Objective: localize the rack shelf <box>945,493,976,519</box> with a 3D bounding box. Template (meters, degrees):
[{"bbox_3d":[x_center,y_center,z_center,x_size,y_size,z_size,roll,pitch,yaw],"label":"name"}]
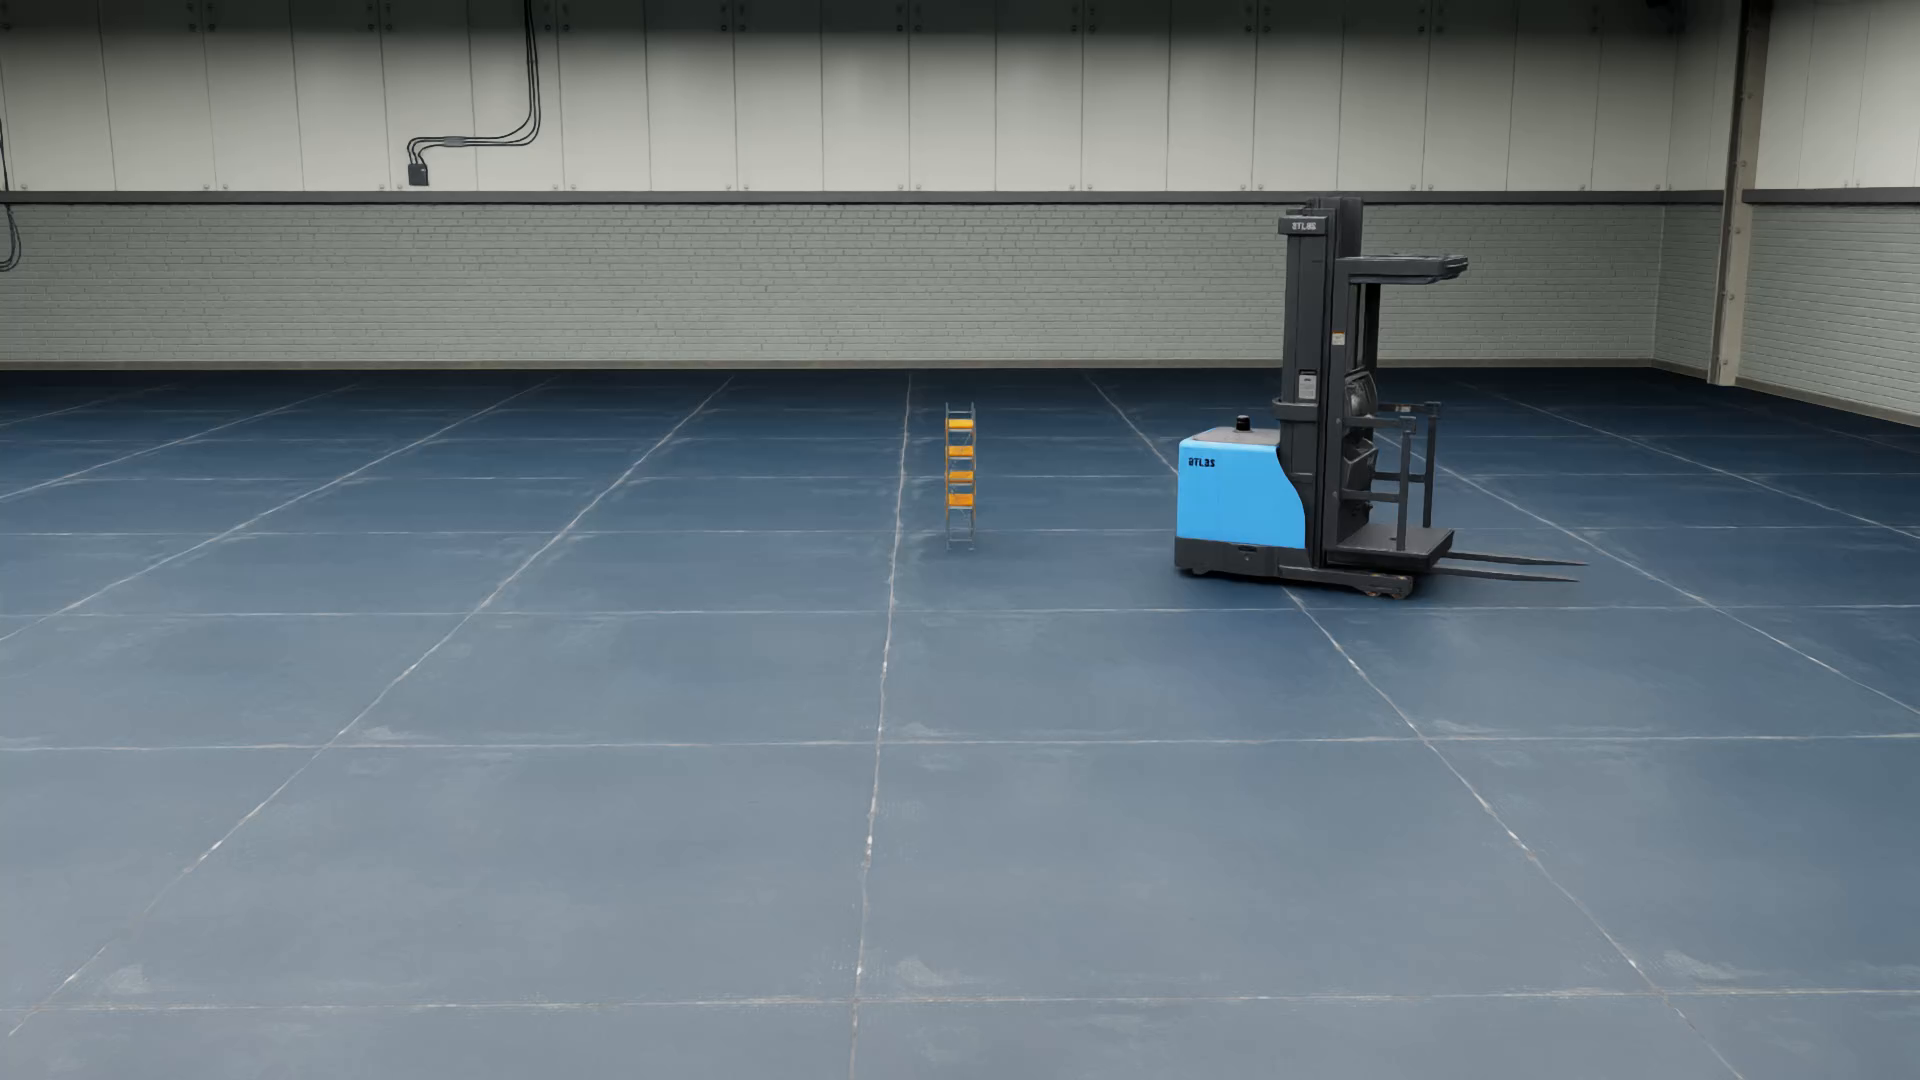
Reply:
[{"bbox_3d":[0.003,-0.295,14.330,0.258,0.148,0.480,0,11,-1],"label":"rack shelf"}]

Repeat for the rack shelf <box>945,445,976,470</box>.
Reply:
[{"bbox_3d":[0.003,-0.708,14.247,0.258,0.148,0.480,0,11,-1],"label":"rack shelf"}]

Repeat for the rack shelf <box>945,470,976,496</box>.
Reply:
[{"bbox_3d":[0.003,-0.489,14.291,0.258,0.148,0.480,0,11,-1],"label":"rack shelf"}]

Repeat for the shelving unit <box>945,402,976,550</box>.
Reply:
[{"bbox_3d":[0.003,-0.555,14.278,0.258,1.200,0.503,0,11,-1],"label":"shelving unit"}]

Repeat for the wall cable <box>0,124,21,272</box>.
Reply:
[{"bbox_3d":[-17.866,-5.872,28.681,3.097,2.526,0.112,0,11,-1],"label":"wall cable"}]

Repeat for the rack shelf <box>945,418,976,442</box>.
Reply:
[{"bbox_3d":[0.003,-0.940,14.199,0.258,0.148,0.480,0,11,-1],"label":"rack shelf"}]

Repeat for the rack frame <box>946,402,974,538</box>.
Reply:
[{"bbox_3d":[-0.002,-0.604,14.517,0.240,1.200,0.015,0,11,-1],"label":"rack frame"}]

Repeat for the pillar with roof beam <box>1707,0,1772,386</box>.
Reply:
[{"bbox_3d":[8.062,-6.915,26.010,9.100,9.000,0.400,0,11,-1],"label":"pillar with roof beam"}]

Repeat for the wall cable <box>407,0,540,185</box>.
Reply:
[{"bbox_3d":[-8.375,-9.097,28.211,2.305,6.003,0.169,0,11,-1],"label":"wall cable"}]

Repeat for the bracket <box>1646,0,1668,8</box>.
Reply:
[{"bbox_3d":[11.953,-9.249,28.460,0.235,0.232,0.430,0,11,-1],"label":"bracket"}]

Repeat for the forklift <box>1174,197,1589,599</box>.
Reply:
[{"bbox_3d":[3.256,-1.117,12.694,3.031,2.935,1.130,6,13,26],"label":"forklift"}]

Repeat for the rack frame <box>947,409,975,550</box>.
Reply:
[{"bbox_3d":[0.008,-0.507,14.039,0.240,1.200,0.015,0,11,-1],"label":"rack frame"}]
